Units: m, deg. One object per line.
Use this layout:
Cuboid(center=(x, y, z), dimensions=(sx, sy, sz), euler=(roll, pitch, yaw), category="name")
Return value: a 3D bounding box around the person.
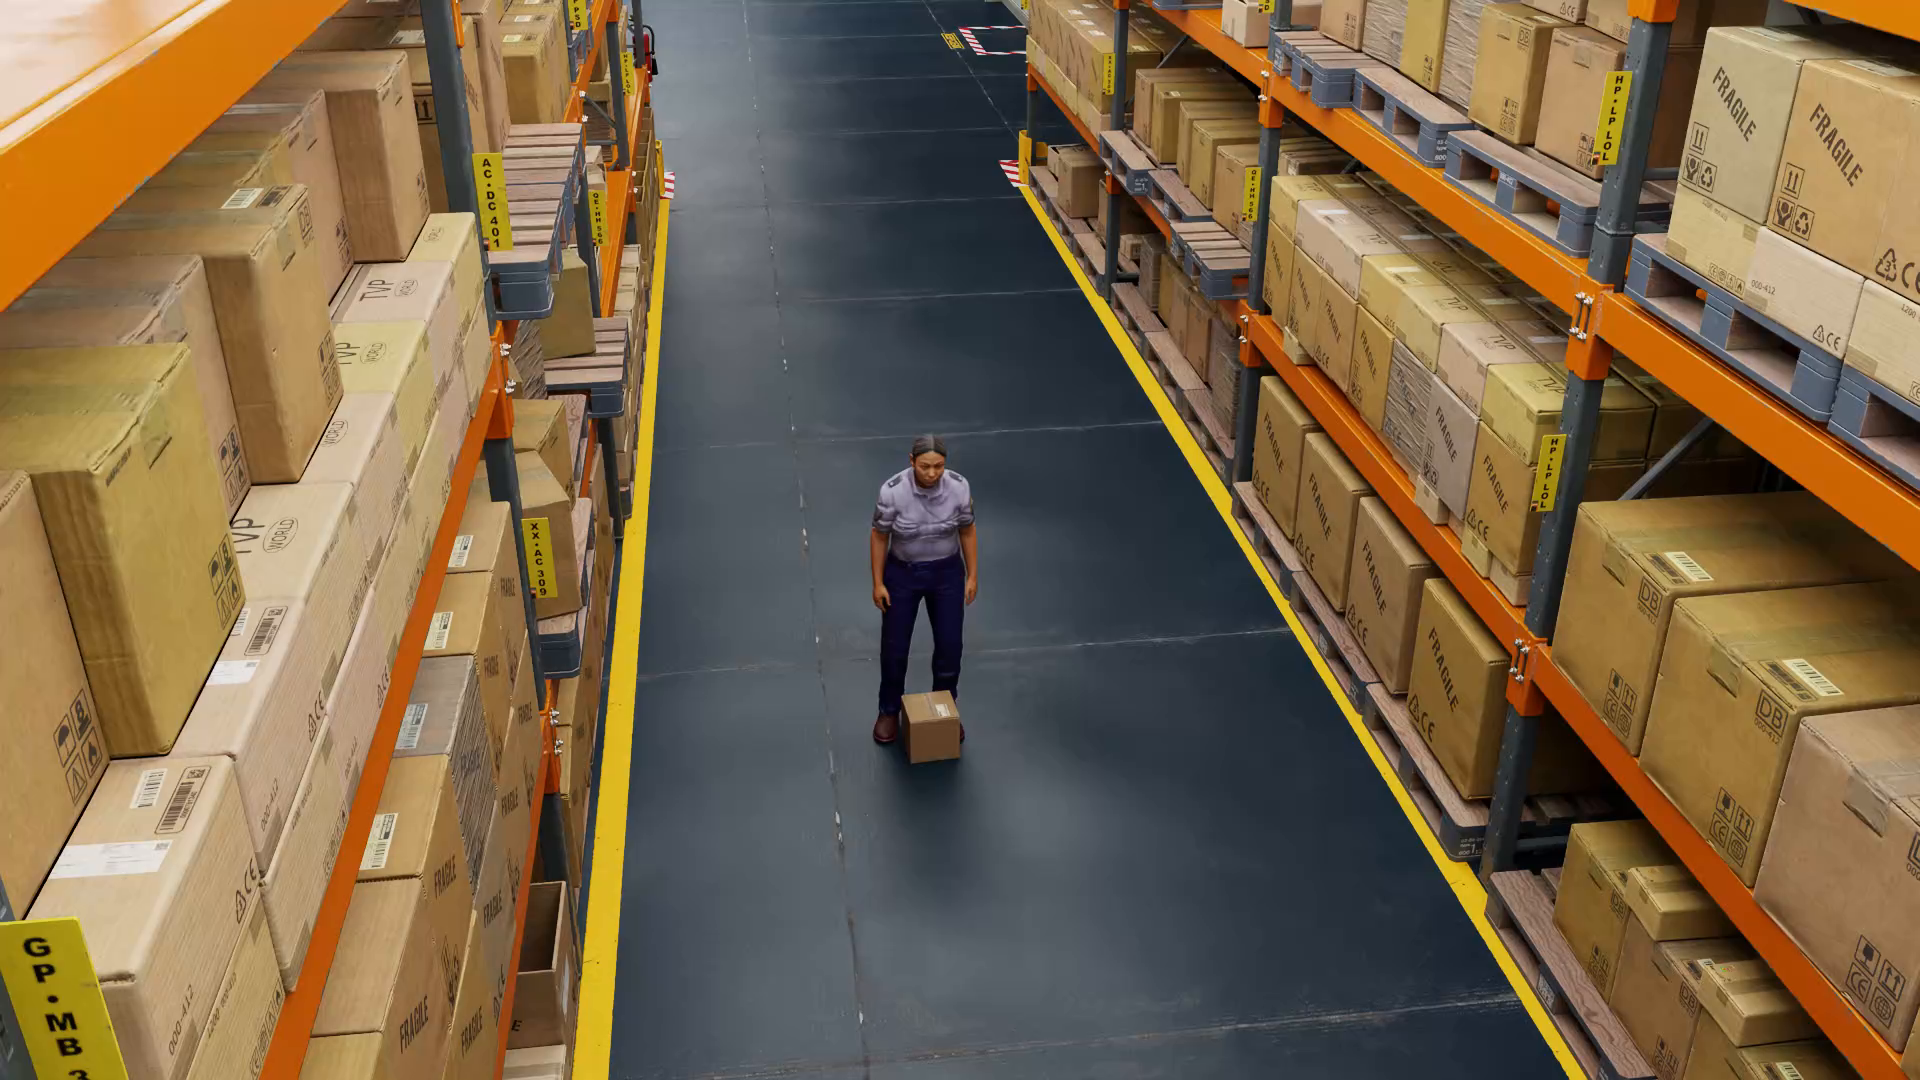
Cuboid(center=(-0.181, 0.218, 8.204), dimensions=(0.554, 1.652, 0.416), euler=(-4, 28, -8), category="person")
